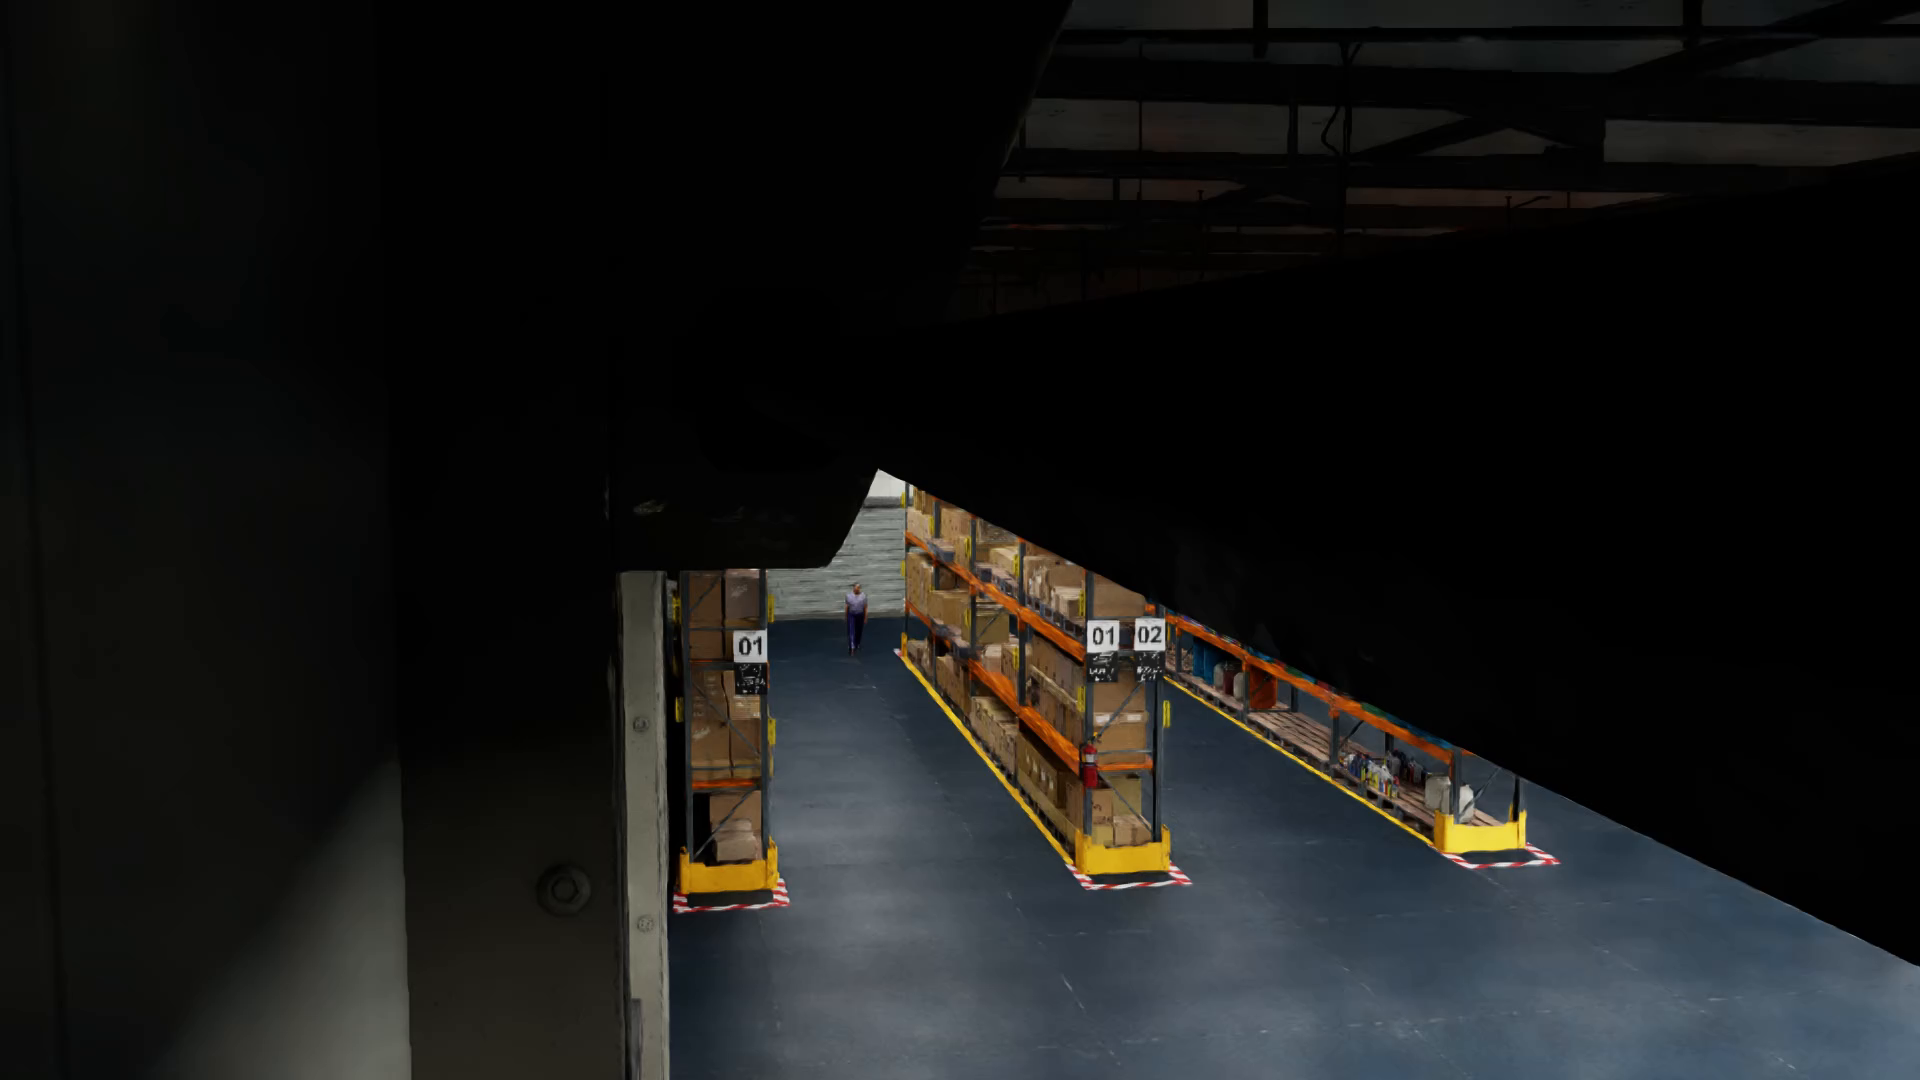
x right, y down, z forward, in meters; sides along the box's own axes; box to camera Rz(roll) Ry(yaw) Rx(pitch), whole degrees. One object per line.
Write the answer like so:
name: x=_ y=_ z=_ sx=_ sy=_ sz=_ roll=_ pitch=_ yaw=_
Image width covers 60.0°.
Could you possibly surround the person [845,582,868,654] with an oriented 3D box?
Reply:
person: x=-2.289 y=1.702 z=36.963 sx=0.479 sy=1.563 sz=1.082 roll=-1 pitch=6 yaw=-12
